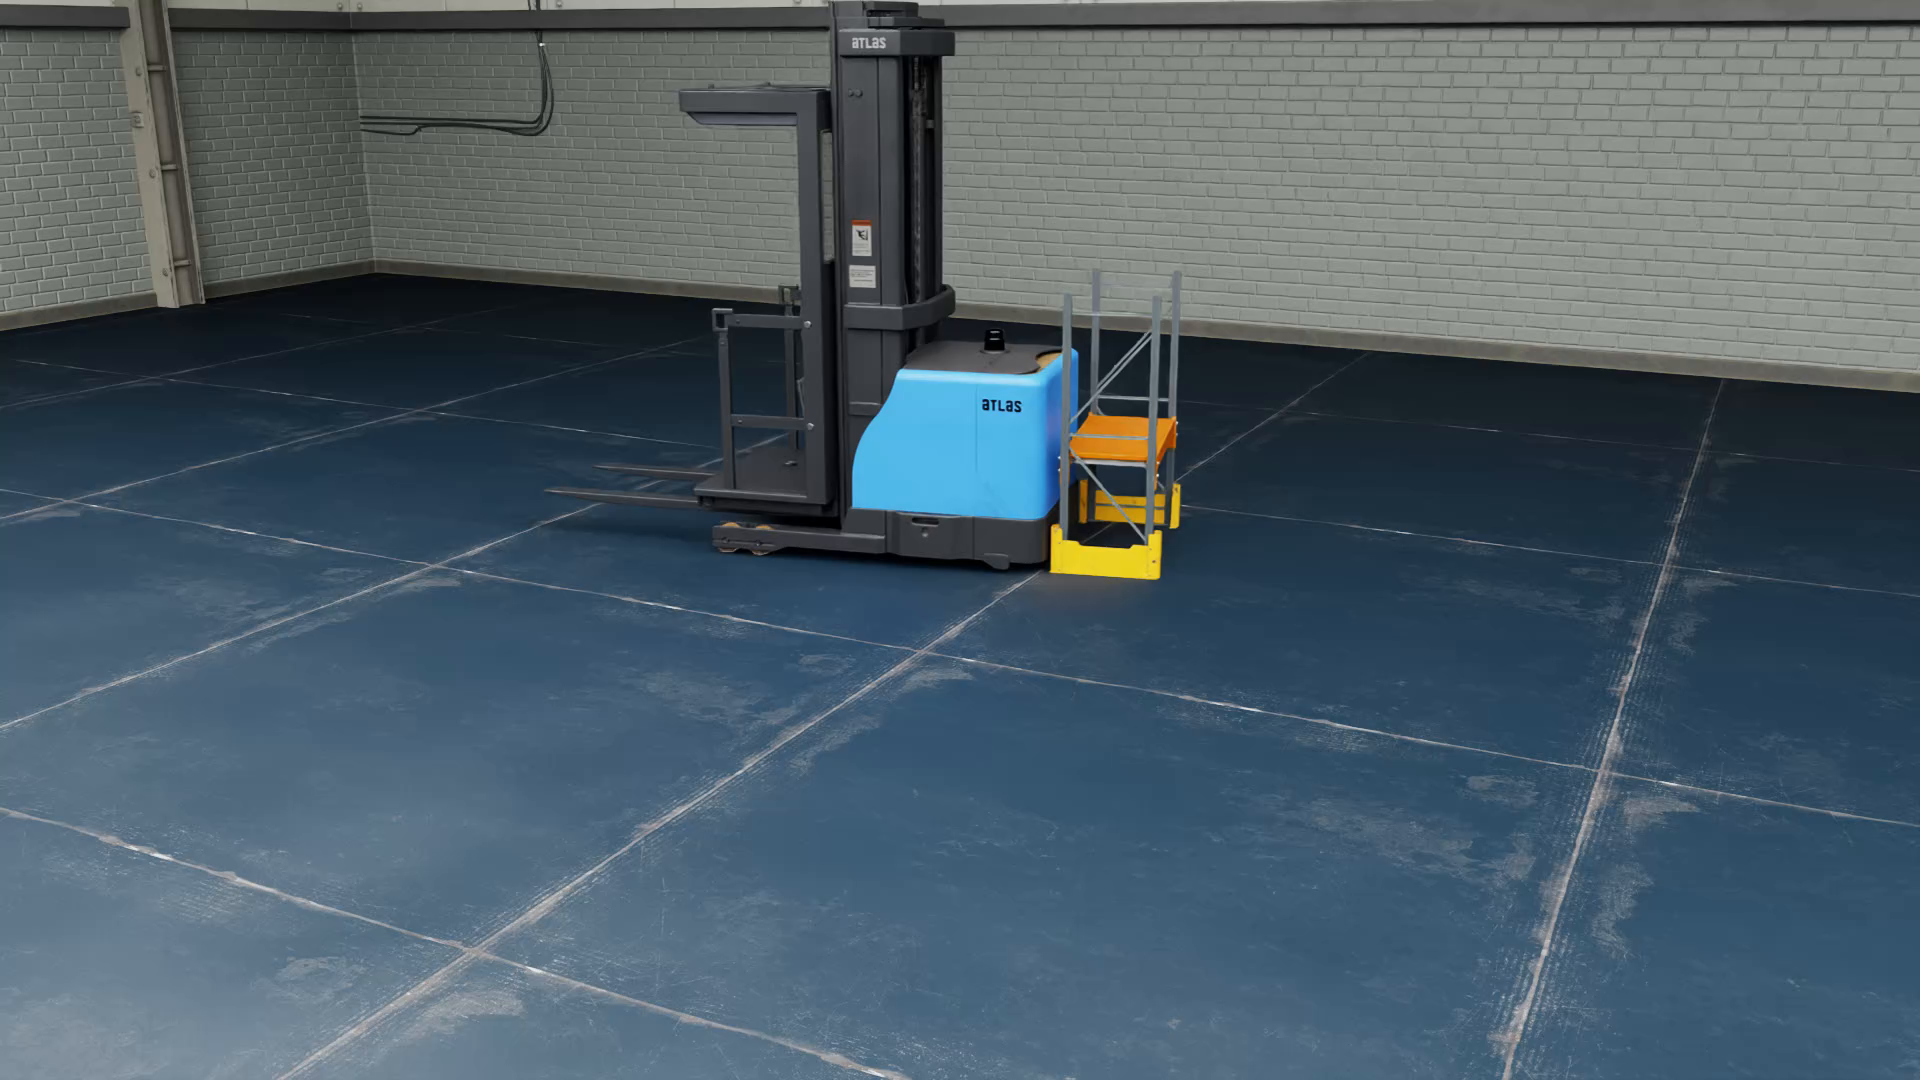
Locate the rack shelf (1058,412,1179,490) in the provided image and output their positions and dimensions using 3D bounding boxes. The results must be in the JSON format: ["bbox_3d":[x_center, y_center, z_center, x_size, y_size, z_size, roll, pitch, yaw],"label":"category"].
[{"bbox_3d":[0.891,-0.504,9.220,0.538,0.185,1.000,4,17,12],"label":"rack shelf"}]

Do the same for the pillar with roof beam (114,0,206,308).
[{"bbox_3d":[-4.670,-6.340,15.066,9.100,9.000,0.400,8,18,25],"label":"pillar with roof beam"}]

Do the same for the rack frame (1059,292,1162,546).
[{"bbox_3d":[0.777,-0.536,8.694,0.500,1.500,0.032,4,17,12],"label":"rack frame"}]

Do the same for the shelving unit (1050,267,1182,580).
[{"bbox_3d":[0.889,-0.674,9.160,0.587,1.500,1.083,4,17,12],"label":"shelving unit"}]

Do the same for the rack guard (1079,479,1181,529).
[{"bbox_3d":[1.000,-0.213,9.804,0.587,0.250,0.087,4,17,12],"label":"rack guard"}]

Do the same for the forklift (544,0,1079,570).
[{"bbox_3d":[-0.887,-1.458,9.286,3.031,2.935,1.130,4,17,15],"label":"forklift"}]

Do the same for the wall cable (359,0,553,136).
[{"bbox_3d":[-6.022,-5.982,19.313,3.097,2.526,0.112,8,18,25],"label":"wall cable"}]

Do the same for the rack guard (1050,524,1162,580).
[{"bbox_3d":[0.777,0.063,8.873,0.587,0.250,0.087,4,17,12],"label":"rack guard"}]

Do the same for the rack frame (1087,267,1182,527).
[{"bbox_3d":[1.004,-0.818,9.644,0.500,1.500,0.032,4,17,12],"label":"rack frame"}]
